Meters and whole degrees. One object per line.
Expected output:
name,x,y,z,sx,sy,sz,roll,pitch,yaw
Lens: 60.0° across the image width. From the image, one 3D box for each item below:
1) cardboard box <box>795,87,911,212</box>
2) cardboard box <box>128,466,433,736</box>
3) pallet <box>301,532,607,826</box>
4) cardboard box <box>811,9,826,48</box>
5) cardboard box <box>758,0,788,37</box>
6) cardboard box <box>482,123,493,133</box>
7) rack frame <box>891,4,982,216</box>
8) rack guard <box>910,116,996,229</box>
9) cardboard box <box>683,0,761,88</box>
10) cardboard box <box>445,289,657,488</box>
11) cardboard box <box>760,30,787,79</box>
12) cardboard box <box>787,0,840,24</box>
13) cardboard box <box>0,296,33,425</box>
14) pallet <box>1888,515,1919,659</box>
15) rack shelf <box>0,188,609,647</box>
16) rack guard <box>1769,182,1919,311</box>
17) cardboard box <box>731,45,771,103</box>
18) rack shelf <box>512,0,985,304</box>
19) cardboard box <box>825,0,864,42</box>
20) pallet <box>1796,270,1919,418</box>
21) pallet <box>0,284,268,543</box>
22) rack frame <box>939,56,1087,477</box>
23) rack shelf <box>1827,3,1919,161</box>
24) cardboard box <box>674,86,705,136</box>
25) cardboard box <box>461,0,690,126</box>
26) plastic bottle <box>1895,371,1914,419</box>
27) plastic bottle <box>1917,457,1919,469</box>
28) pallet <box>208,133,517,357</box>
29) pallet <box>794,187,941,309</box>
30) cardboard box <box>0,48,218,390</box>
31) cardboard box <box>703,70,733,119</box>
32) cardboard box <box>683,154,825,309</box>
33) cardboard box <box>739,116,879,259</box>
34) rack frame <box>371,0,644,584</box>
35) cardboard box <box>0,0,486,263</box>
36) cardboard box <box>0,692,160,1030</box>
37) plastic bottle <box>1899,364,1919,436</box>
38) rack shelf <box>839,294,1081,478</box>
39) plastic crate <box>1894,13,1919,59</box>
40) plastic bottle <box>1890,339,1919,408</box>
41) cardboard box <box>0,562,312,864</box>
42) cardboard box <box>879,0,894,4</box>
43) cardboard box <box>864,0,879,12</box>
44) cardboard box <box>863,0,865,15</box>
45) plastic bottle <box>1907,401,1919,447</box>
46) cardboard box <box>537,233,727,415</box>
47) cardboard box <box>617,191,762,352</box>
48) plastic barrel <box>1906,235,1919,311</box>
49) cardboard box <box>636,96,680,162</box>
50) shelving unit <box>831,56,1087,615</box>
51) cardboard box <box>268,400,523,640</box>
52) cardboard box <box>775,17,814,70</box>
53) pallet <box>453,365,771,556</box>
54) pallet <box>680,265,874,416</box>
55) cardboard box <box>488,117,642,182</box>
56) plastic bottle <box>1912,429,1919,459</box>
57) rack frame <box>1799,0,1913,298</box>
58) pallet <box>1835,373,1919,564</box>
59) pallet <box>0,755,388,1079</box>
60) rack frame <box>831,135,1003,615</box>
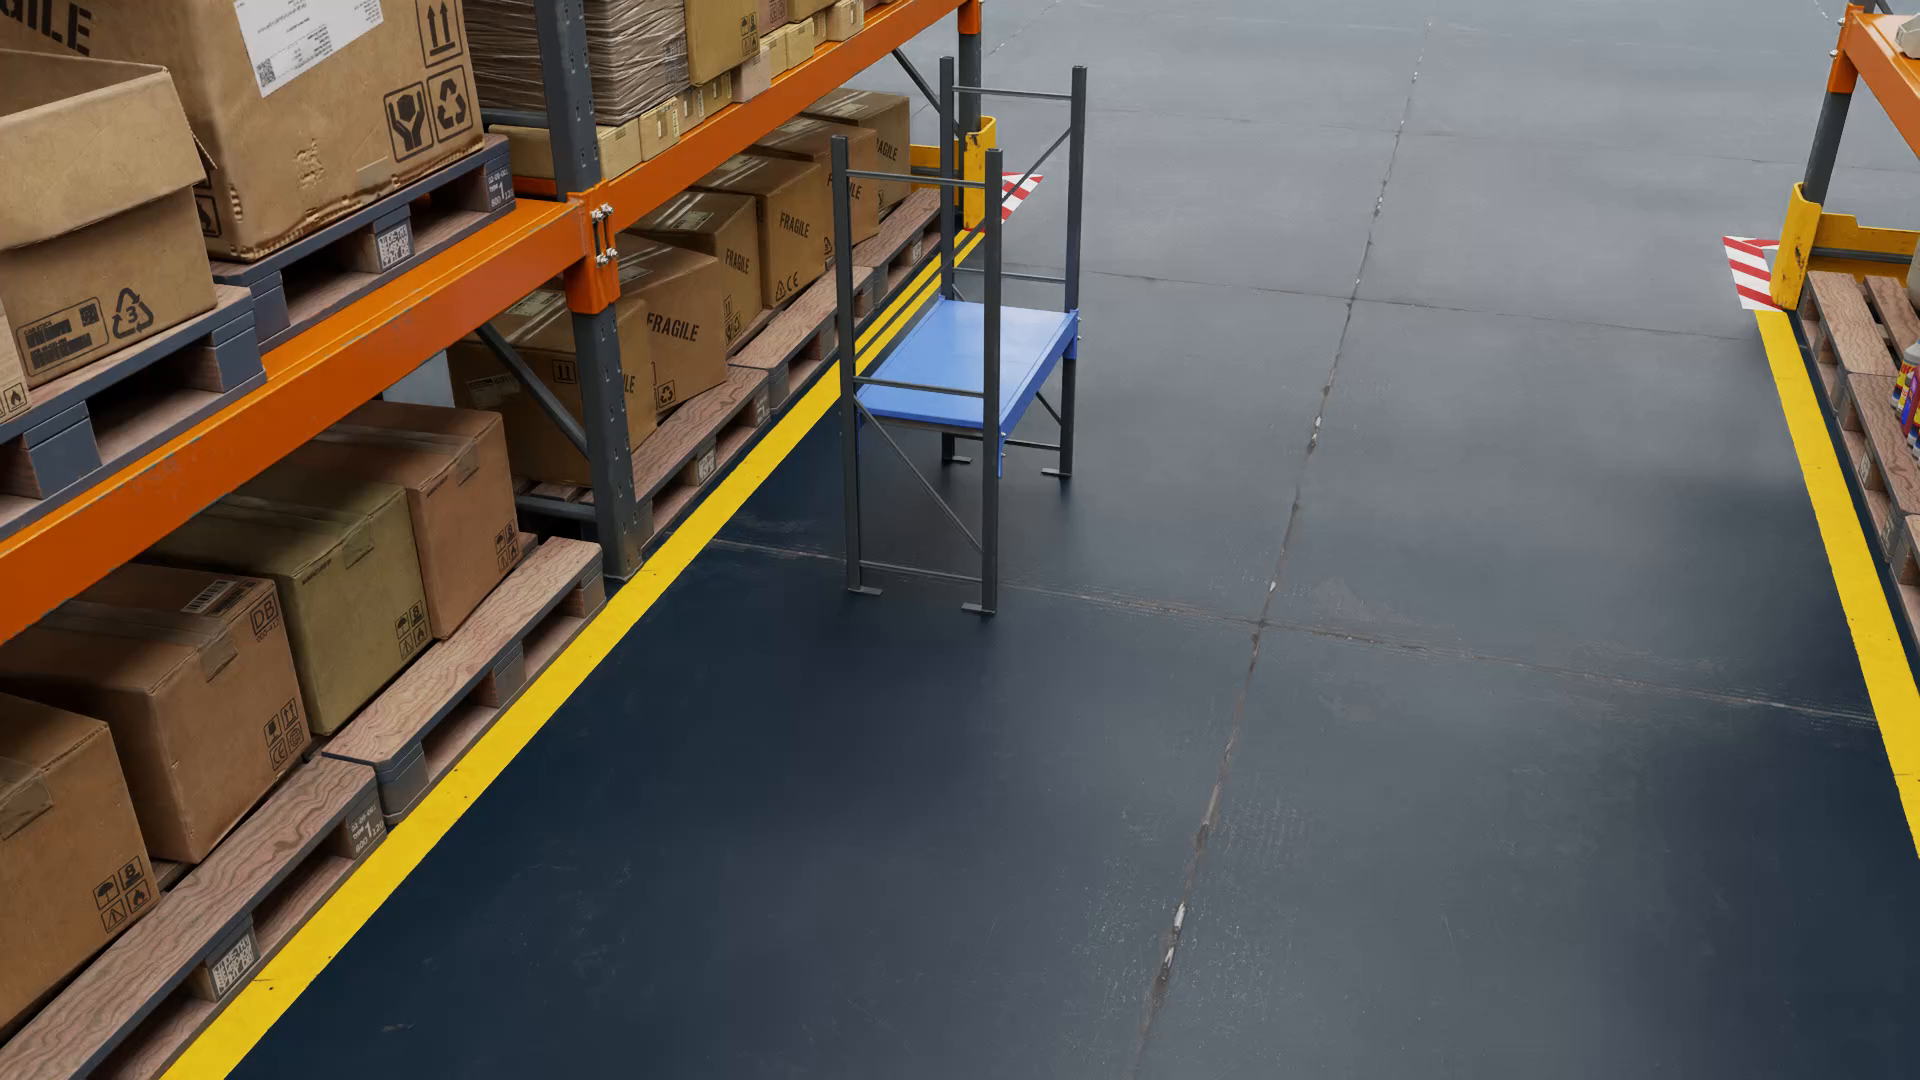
cardboard box,-0.585,-1.928,8.269,0.500,0.500,0.500,14,32,24
cardboard box,-1.918,0.136,4.539,0.700,0.500,0.500,8,30,15
pallet,-1.786,0.315,4.966,1.003,0.211,1.213,8,30,15
cardboard box,-0.751,-2.034,6.580,0.380,0.149,0.250,8,30,15
cardboard box,-1.137,-2.113,6.055,0.875,0.500,0.500,8,30,15
cardboard box,-1.695,-1.412,5.462,0.380,0.149,0.250,8,30,15
rack frame,-0.385,-3.124,8.281,1.000,3.000,0.127,8,30,15
rack guard,-0.408,-1.997,8.825,1.175,0.500,0.348,8,30,15
cardboard box,-1.188,-1.867,5.611,0.875,0.500,0.500,8,30,15
cardboard box,-1.404,-0.537,5.768,0.500,0.500,0.500,8,30,13
cardboard box,-0.865,-1.797,6.153,0.380,0.149,0.250,8,30,15
cardboard box,-0.951,-2.340,6.462,0.875,0.500,0.500,8,30,15
cardboard box,-2.022,-0.270,2.873,0.500,0.250,0.500,8,30,13
pallet,3.412,0.354,4.897,1.003,0.211,1.213,8,30,15
rack shelf,-2.146,-0.022,3.443,1.077,0.370,4.000,8,30,15
rack guard,4.372,-1.283,7.542,1.175,0.500,0.348,8,30,15
cardboard box,-0.899,-1.675,5.934,0.380,0.149,0.250,8,30,15
rack shelf,-0.972,-1.880,6.785,1.077,0.370,4.000,8,30,15
cardboard box,-0.611,-2.140,6.771,0.380,0.149,0.250,8,30,15
pallet,4.129,-0.780,6.935,1.003,0.211,1.213,8,30,15
pallet,-2.192,-0.248,3.308,1.003,0.211,1.213,8,30,15
rack frame,0.174,-0.931,5.881,0.500,1.500,0.032,8,30,15
rack shelf,3.762,-1.174,5.514,1.077,0.370,4.000,8,30,15
cardboard box,-1.076,-1.447,5.524,0.380,0.149,0.250,8,30,15
cardboard box,-1.368,-1.639,5.202,0.875,0.500,0.500,8,30,15
plastic bottle,3.489,-0.541,6.062,0.097,0.201,0.097,0,29,0
plastic bottle,3.360,-0.337,5.696,0.097,0.201,0.097,0,29,0
pallet,-1.923,-0.847,4.384,1.003,0.211,1.213,8,30,15
pallet,-0.680,-1.498,8.225,1.003,0.211,1.213,8,30,15
cardboard box,-1.980,-0.675,3.340,0.797,0.503,0.637,12,31,20
cardboard box,-1.012,-1.565,5.735,0.380,0.149,0.250,8,30,15
cardboard box,-0.929,-1.357,7.243,0.500,0.500,0.500,11,31,20
cardboard box,-0.727,-1.645,7.761,0.500,0.500,0.500,17,33,28
rack frame,-1.559,-1.265,4.939,1.000,3.000,0.127,8,30,15
cardboard box,-1.926,-1.362,4.063,1.000,1.000,1.000,9,30,15
cardboard box,-2.246,0.655,3.605,0.700,0.500,0.500,11,31,19
plastic bottle,3.436,-0.522,5.944,0.061,0.283,0.133,9,30,16
rack shelf,0.025,-0.538,5.544,0.538,0.185,1.000,8,30,15
plastic crate,3.779,-1.932,6.409,0.298,0.136,0.250,8,30,15
plastic bottle,3.519,-0.619,6.132,0.097,0.271,0.097,0,29,0
cardboard box,-2.082,0.396,4.071,0.700,0.500,0.500,6,30,11
cardboard box,-0.458,-2.499,7.415,0.380,0.149,0.250,8,30,15
cardboard box,-0.571,-2.389,7.217,0.380,0.149,0.250,8,30,15
cardboard box,-0.623,-2.269,7.002,0.380,0.149,0.250,8,30,15
plastic bottle,3.419,-0.460,5.845,0.097,0.271,0.097,0,29,0
cardboard box,-1.243,-0.804,6.249,0.500,0.500,0.500,19,34,30
cardboard box,-1.136,-1.104,6.788,0.500,0.500,0.500,6,30,10
plastic barrel,4.229,-1.197,6.943,0.421,0.512,0.421,0,29,0
cardboard box,-1.123,-1.327,5.308,0.380,0.149,0.250,8,30,15
shelving unit,0.025,-0.695,5.457,0.538,1.500,1.048,8,30,15
cardboard box,-1.760,-0.083,4.932,0.700,0.500,0.500,6,30,11
cardboard box,-0.781,-1.912,6.359,0.380,0.149,0.250,8,30,15
pallet,-1.396,-0.364,6.187,1.003,0.211,1.213,8,30,15
pallet,-1.040,-0.933,7.210,1.003,0.211,1.213,8,30,15
cardboard box,-1.209,-1.213,5.103,0.380,0.149,0.250,8,30,15
plastic bottle,3.389,-0.414,5.762,0.097,0.271,0.097,0,29,0
rack frame,4.350,-2.417,7.010,1.000,3.000,0.127,8,30,15
pallet,3.769,-0.215,5.919,1.003,0.211,1.213,8,30,15
pallet,-2.143,0.884,3.944,1.003,0.211,1.213,8,30,15
rack frame,-0.124,-0.459,5.032,0.500,1.500,0.032,8,30,15
